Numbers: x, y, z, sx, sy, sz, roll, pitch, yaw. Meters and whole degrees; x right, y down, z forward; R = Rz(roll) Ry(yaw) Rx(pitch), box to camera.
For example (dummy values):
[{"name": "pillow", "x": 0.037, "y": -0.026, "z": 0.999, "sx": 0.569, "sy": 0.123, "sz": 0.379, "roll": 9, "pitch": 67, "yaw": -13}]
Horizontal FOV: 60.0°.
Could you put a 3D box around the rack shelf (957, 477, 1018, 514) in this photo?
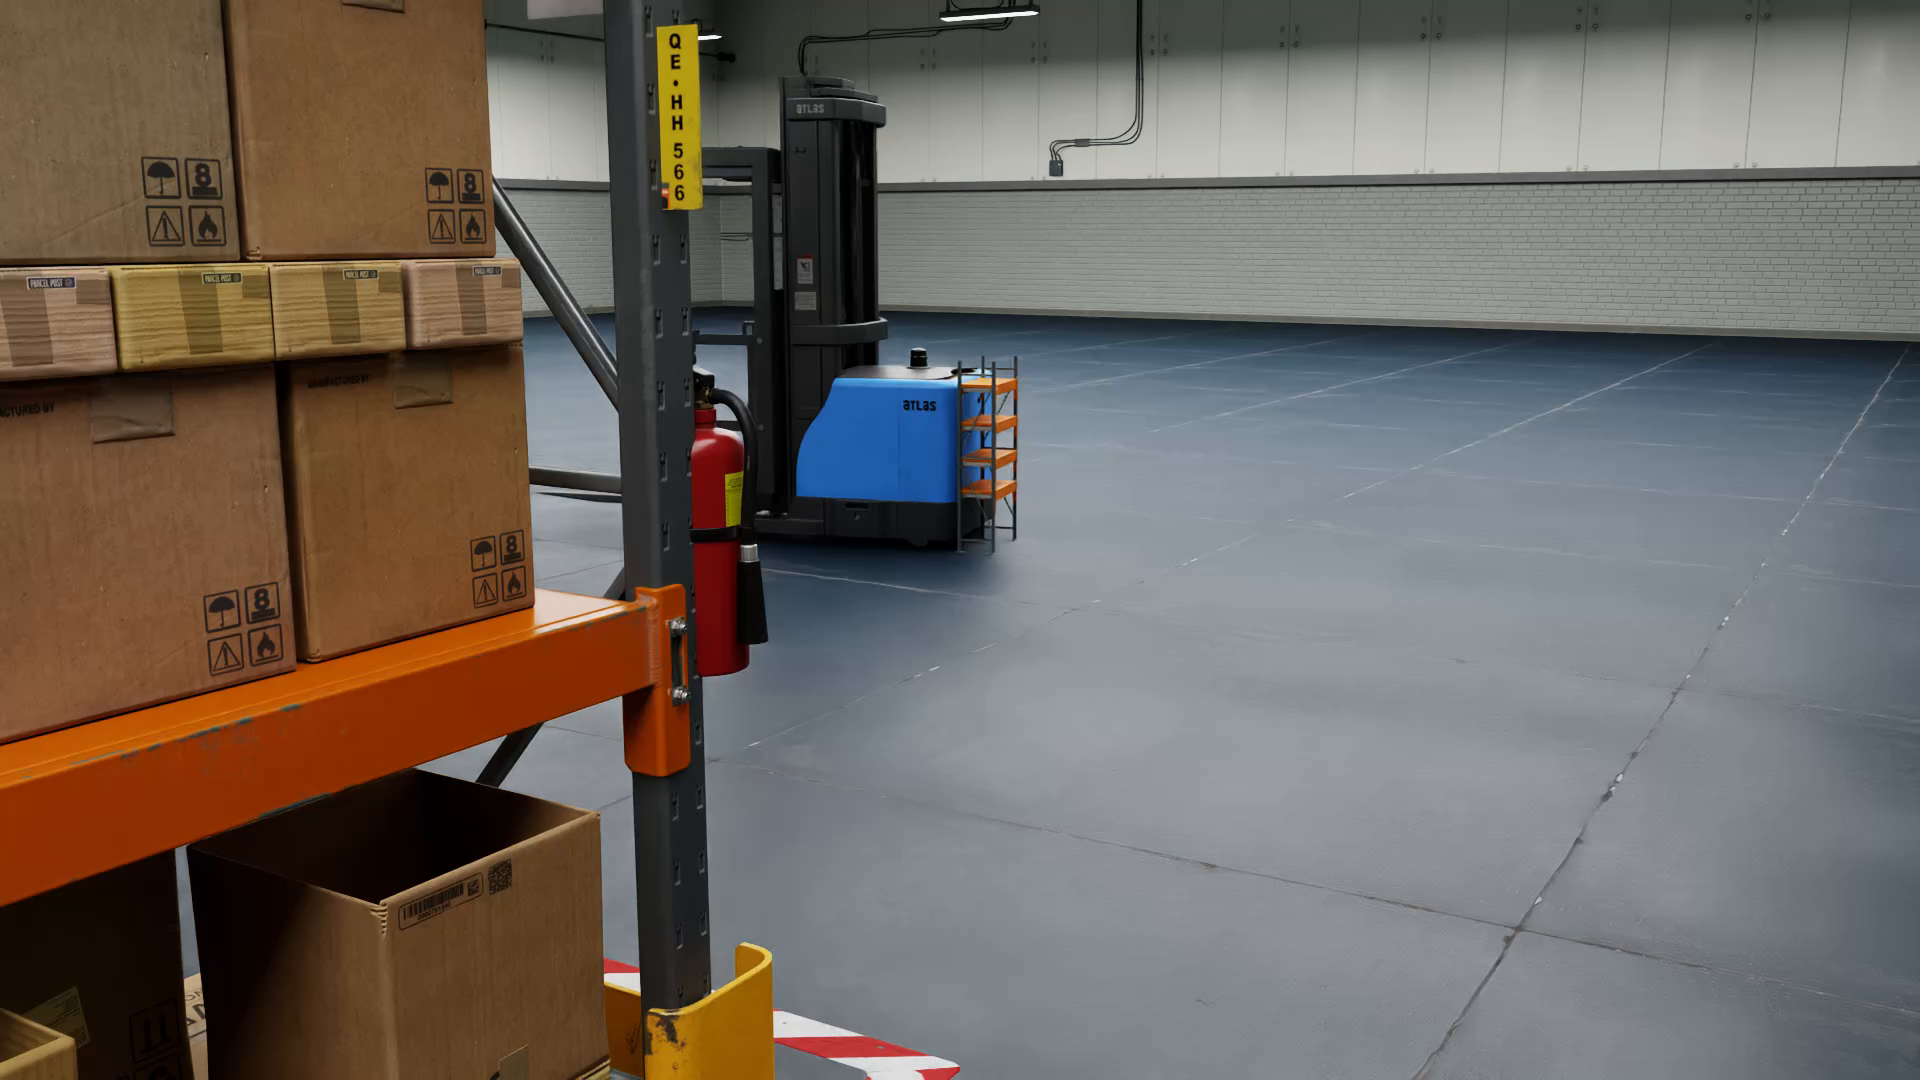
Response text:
[{"name": "rack shelf", "x": 0.177, "y": -0.286, "z": 10.580, "sx": 0.258, "sy": 0.148, "sz": 0.480, "roll": 3, "pitch": 11, "yaw": 18}]

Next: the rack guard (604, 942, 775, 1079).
[{"name": "rack guard", "x": -0.958, "y": 1.088, "z": 3.699, "sx": 1.175, "sy": 0.500, "sz": 0.348, "roll": 6, "pitch": 12, "yaw": 31}]

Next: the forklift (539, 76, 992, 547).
[{"name": "forklift", "x": -1.342, "y": -1.528, "z": 11.067, "sx": 3.031, "sy": 2.935, "sz": 1.130, "roll": 3, "pitch": 11, "yaw": 16}]

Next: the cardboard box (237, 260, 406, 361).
[{"name": "cardboard box", "x": -1.140, "y": -0.385, "z": 2.741, "sx": 0.380, "sy": 0.149, "sz": 0.250, "roll": 7, "pitch": 13, "yaw": 32}]

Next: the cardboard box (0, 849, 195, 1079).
[{"name": "cardboard box", "x": -1.697, "y": 0.781, "z": 2.836, "sx": 0.500, "sy": 0.500, "sz": 0.500, "roll": 6, "pitch": 12, "yaw": 31}]

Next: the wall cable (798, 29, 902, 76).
[{"name": "wall cable", "x": -2.733, "y": -11.183, "z": 40.860, "sx": 3.097, "sy": 2.526, "sz": 0.112, "roll": 6, "pitch": 12, "yaw": 31}]

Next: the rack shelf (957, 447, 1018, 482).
[{"name": "rack shelf", "x": 0.177, "y": -0.481, "z": 10.543, "sx": 0.258, "sy": 0.148, "sz": 0.480, "roll": 3, "pitch": 11, "yaw": 18}]

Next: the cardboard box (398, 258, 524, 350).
[{"name": "cardboard box", "x": -1.006, "y": -0.427, "z": 2.962, "sx": 0.380, "sy": 0.149, "sz": 0.250, "roll": 6, "pitch": 12, "yaw": 30}]

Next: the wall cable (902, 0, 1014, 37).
[{"name": "wall cable", "x": -0.088, "y": -13.123, "z": 38.862, "sx": 3.097, "sy": 2.526, "sz": 0.112, "roll": 6, "pitch": 12, "yaw": 31}]

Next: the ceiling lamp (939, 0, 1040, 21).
[{"name": "ceiling lamp", "x": 0.664, "y": -11.250, "z": 30.642, "sx": 2.000, "sy": 3.185, "sz": 0.800, "roll": 6, "pitch": 12, "yaw": 31}]

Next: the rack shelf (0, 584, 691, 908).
[{"name": "rack shelf", "x": -2.008, "y": 0.531, "z": 1.835, "sx": 1.077, "sy": 0.370, "sz": 4.000, "roll": 6, "pitch": 12, "yaw": 31}]

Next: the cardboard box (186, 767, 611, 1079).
[{"name": "cardboard box", "x": -0.994, "y": 0.752, "z": 2.992, "sx": 0.500, "sy": 0.500, "sz": 0.500, "roll": 6, "pitch": 12, "yaw": 31}]

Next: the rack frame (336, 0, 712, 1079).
[{"name": "rack frame", "x": -0.970, "y": -0.137, "z": 3.449, "sx": 1.000, "sy": 3.000, "sz": 0.127, "roll": 6, "pitch": 12, "yaw": 31}]

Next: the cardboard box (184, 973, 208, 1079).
[{"name": "cardboard box", "x": -1.439, "y": 1.071, "z": 3.326, "sx": 0.500, "sy": 0.250, "sz": 0.500, "roll": 6, "pitch": 12, "yaw": 31}]

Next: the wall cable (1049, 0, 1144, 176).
[{"name": "wall cable", "x": 3.060, "y": -11.247, "z": 37.249, "sx": 2.305, "sy": 6.003, "sz": 0.169, "roll": 6, "pitch": 12, "yaw": 31}]

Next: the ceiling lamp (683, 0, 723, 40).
[{"name": "ceiling lamp", "x": -5.652, "y": -11.956, "z": 34.413, "sx": 2.000, "sy": 3.185, "sz": 0.800, "roll": 6, "pitch": 12, "yaw": 31}]

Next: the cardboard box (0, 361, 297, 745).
[{"name": "cardboard box", "x": -1.492, "y": -0.031, "z": 2.611, "sx": 0.700, "sy": 0.500, "sz": 0.500, "roll": 7, "pitch": 13, "yaw": 32}]

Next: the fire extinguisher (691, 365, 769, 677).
[{"name": "fire extinguisher", "x": -0.512, "y": -0.073, "z": 3.318, "sx": 0.296, "sy": 0.674, "sz": 0.183, "roll": 6, "pitch": 12, "yaw": 31}]

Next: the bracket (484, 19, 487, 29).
[{"name": "bracket", "x": -10.301, "y": -11.005, "z": 35.416, "sx": 0.235, "sy": 0.232, "sz": 0.430, "roll": 6, "pitch": 12, "yaw": 31}]

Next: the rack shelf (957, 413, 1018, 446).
[{"name": "rack shelf", "x": 0.178, "y": -0.701, "z": 10.502, "sx": 0.258, "sy": 0.148, "sz": 0.480, "roll": 3, "pitch": 11, "yaw": 18}]

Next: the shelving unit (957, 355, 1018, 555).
[{"name": "shelving unit", "x": 0.177, "y": -0.547, "z": 10.531, "sx": 0.258, "sy": 1.200, "sz": 0.503, "roll": 3, "pitch": 11, "yaw": 18}]

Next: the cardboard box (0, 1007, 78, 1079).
[{"name": "cardboard box", "x": -1.501, "y": 0.911, "z": 2.144, "sx": 0.500, "sy": 0.500, "sz": 0.500, "roll": 6, "pitch": 12, "yaw": 31}]

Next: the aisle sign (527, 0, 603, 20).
[{"name": "aisle sign", "x": -0.685, "y": -1.397, "z": 3.115, "sx": 0.394, "sy": 0.787, "sz": 0.004, "roll": 6, "pitch": 12, "yaw": 31}]

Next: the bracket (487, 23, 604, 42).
[{"name": "bracket", "x": -8.955, "y": -11.413, "z": 37.594, "sx": 0.076, "sy": 0.066, "sz": 4.783, "roll": 6, "pitch": 12, "yaw": 31}]

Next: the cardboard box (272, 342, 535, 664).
[{"name": "cardboard box", "x": -1.223, "y": -0.114, "z": 3.054, "sx": 0.700, "sy": 0.500, "sz": 0.500, "roll": 6, "pitch": 12, "yaw": 31}]

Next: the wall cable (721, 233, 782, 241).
[{"name": "wall cable", "x": -5.045, "y": -8.959, "z": 42.705, "sx": 3.097, "sy": 2.526, "sz": 0.112, "roll": 6, "pitch": 12, "yaw": 31}]

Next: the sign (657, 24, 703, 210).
[{"name": "sign", "x": -0.514, "y": -0.769, "z": 3.032, "sx": 0.100, "sy": 0.325, "sz": 0.005, "roll": 6, "pitch": 12, "yaw": 31}]

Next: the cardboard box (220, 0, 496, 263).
[{"name": "cardboard box", "x": -1.251, "y": -0.743, "z": 2.890, "sx": 0.700, "sy": 0.500, "sz": 0.500, "roll": 6, "pitch": 12, "yaw": 31}]

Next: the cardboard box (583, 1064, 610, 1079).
[{"name": "cardboard box", "x": -0.996, "y": 1.121, "z": 3.062, "sx": 0.500, "sy": 0.250, "sz": 0.500, "roll": 6, "pitch": 12, "yaw": 31}]

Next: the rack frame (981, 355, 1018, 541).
[{"name": "rack frame", "x": 0.252, "y": -0.590, "z": 10.759, "sx": 0.240, "sy": 1.200, "sz": 0.015, "roll": 3, "pitch": 11, "yaw": 18}]

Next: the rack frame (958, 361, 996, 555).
[{"name": "rack frame", "x": 0.103, "y": -0.505, "z": 10.303, "sx": 0.240, "sy": 1.200, "sz": 0.015, "roll": 3, "pitch": 11, "yaw": 18}]

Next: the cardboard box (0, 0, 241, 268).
[{"name": "cardboard box", "x": -1.519, "y": -0.660, "z": 2.446, "sx": 0.700, "sy": 0.500, "sz": 0.500, "roll": 6, "pitch": 12, "yaw": 29}]

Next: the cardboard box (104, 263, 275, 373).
[{"name": "cardboard box", "x": -1.273, "y": -0.345, "z": 2.526, "sx": 0.380, "sy": 0.149, "sz": 0.250, "roll": 6, "pitch": 12, "yaw": 30}]

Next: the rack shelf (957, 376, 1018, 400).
[{"name": "rack shelf", "x": 0.178, "y": -0.934, "z": 10.458, "sx": 0.258, "sy": 0.148, "sz": 0.480, "roll": 3, "pitch": 11, "yaw": 18}]

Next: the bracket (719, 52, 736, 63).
[{"name": "bracket", "x": -5.956, "y": -12.321, "z": 42.447, "sx": 0.235, "sy": 0.232, "sz": 0.430, "roll": 6, "pitch": 12, "yaw": 31}]

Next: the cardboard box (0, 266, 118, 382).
[{"name": "cardboard box", "x": -1.405, "y": -0.306, "z": 2.316, "sx": 0.380, "sy": 0.149, "sz": 0.250, "roll": 7, "pitch": 12, "yaw": 31}]

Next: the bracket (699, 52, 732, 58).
[{"name": "bracket", "x": -6.262, "y": -12.228, "z": 41.951, "sx": 0.076, "sy": 0.066, "sz": 3.189, "roll": 6, "pitch": 12, "yaw": 31}]
